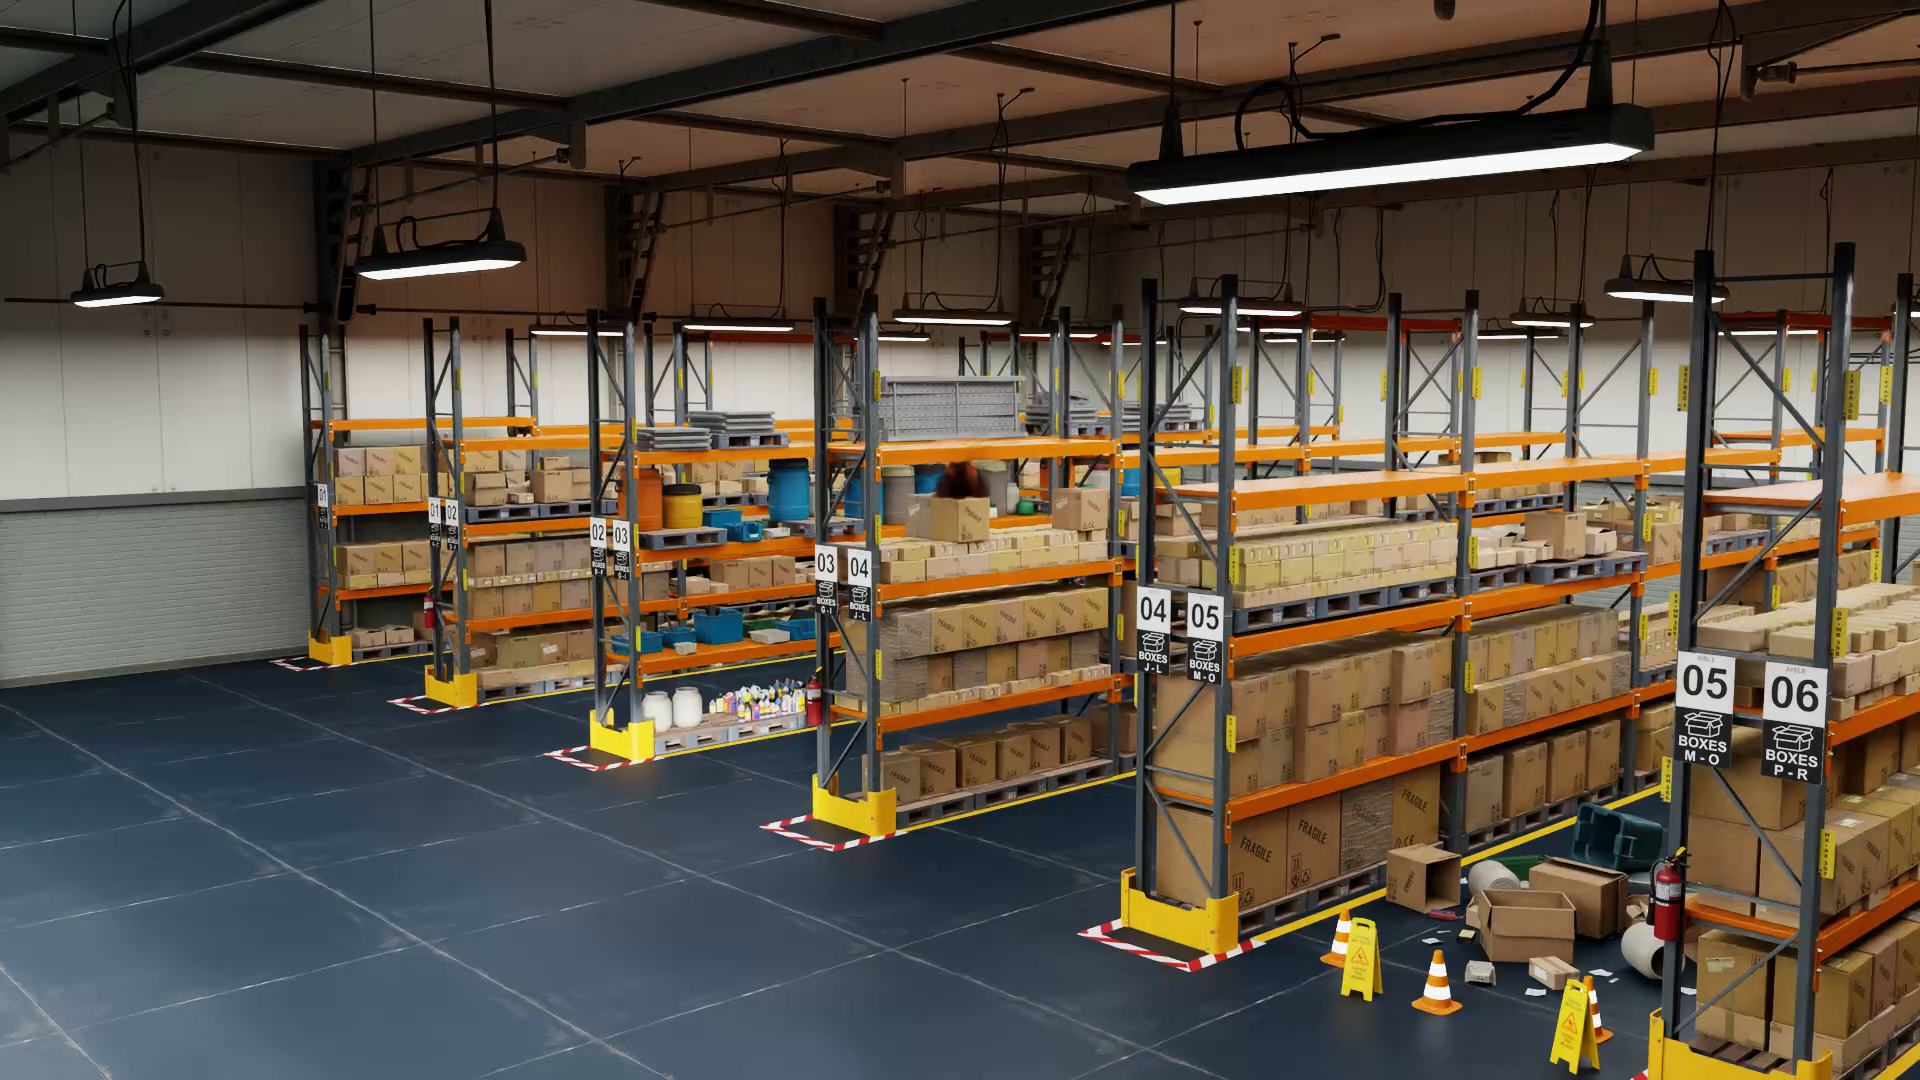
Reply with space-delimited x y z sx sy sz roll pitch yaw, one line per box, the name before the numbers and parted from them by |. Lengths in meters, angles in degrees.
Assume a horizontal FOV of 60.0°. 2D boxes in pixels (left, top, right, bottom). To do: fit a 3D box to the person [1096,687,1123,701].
person | 2.396 1.660 26.393 0.561 1.672 1.033 5 7 39
